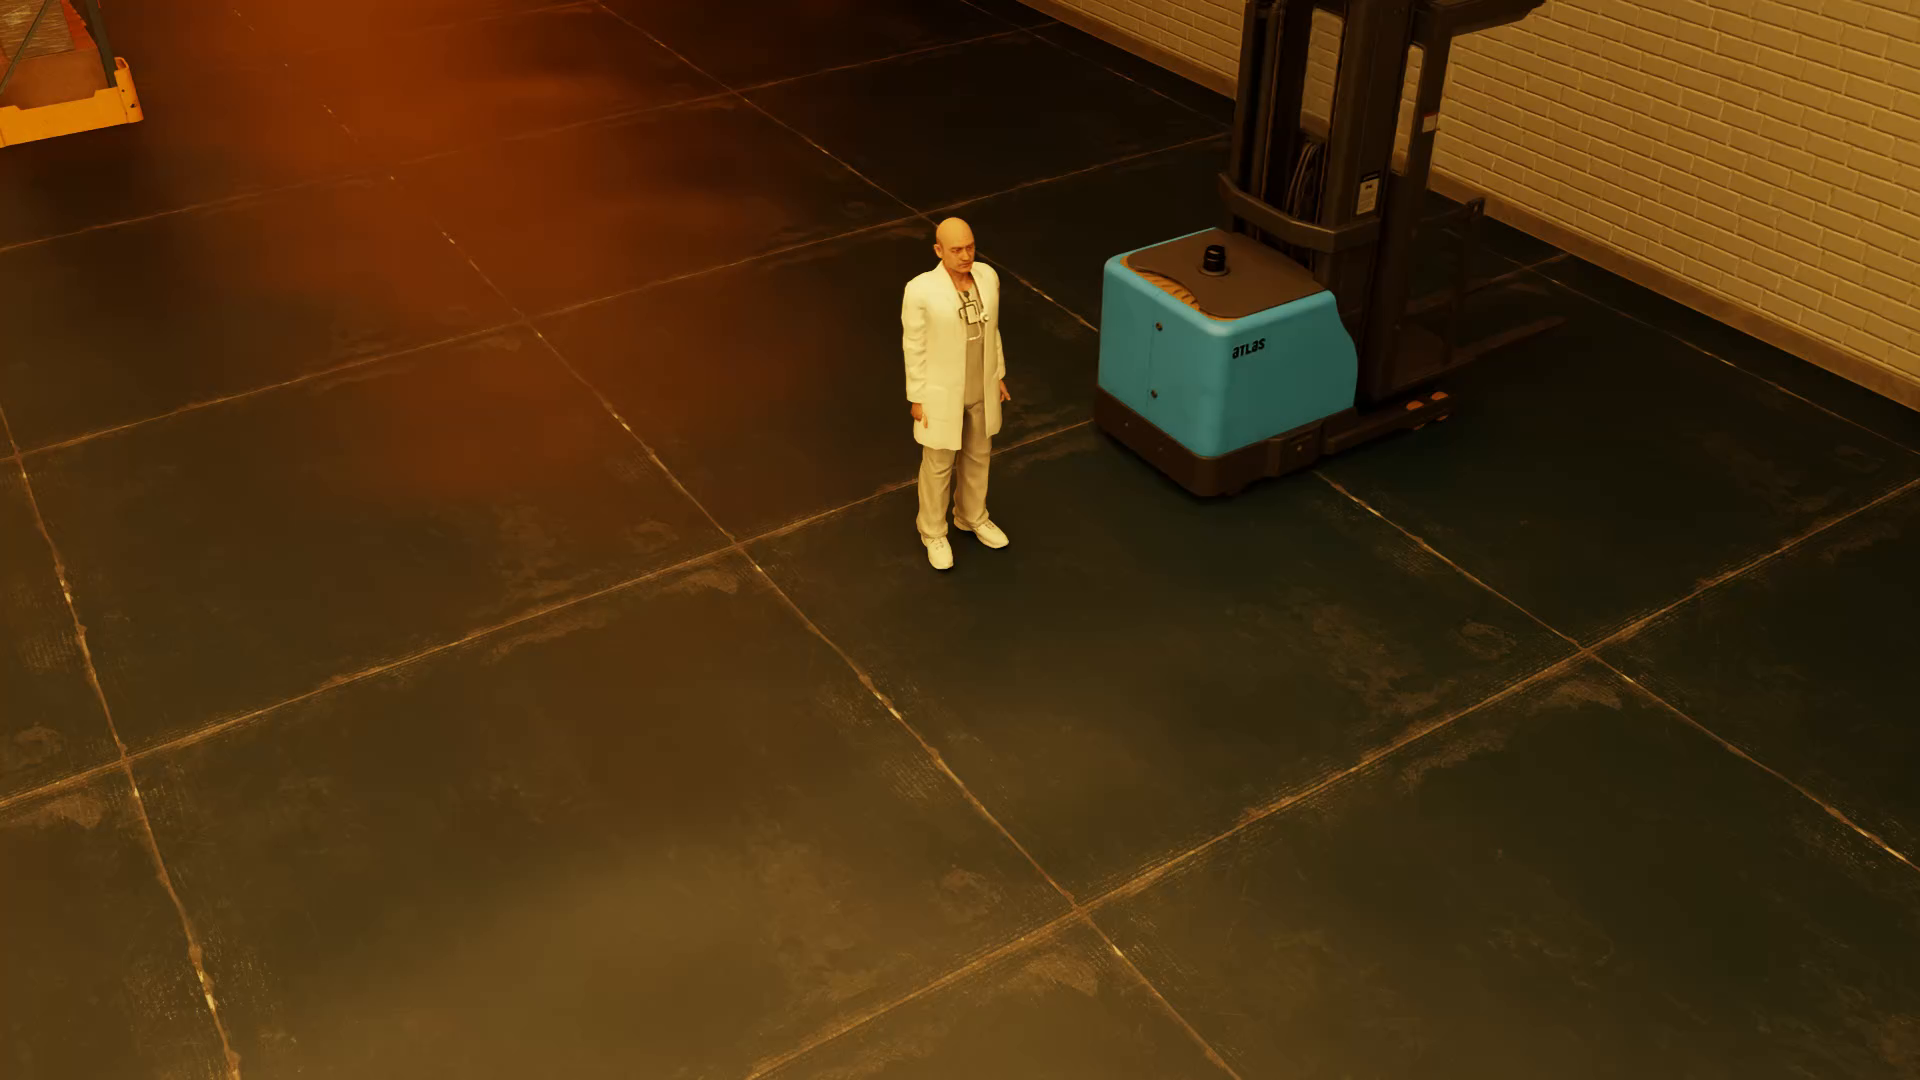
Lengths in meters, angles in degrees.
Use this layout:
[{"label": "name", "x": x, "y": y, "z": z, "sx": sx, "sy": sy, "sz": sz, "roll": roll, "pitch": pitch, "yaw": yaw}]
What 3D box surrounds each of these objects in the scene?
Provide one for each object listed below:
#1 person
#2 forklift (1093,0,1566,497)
[{"label": "person", "x": 0.012, "y": -0.720, "z": 8.174, "sx": 0.553, "sy": 1.782, "sz": 0.391, "roll": -21, "pitch": 40, "yaw": -27}, {"label": "forklift", "x": 2.284, "y": -2.071, "z": 9.095, "sx": 3.031, "sy": 2.935, "sz": 1.130, "roll": -20, "pitch": 40, "yaw": -26}]
